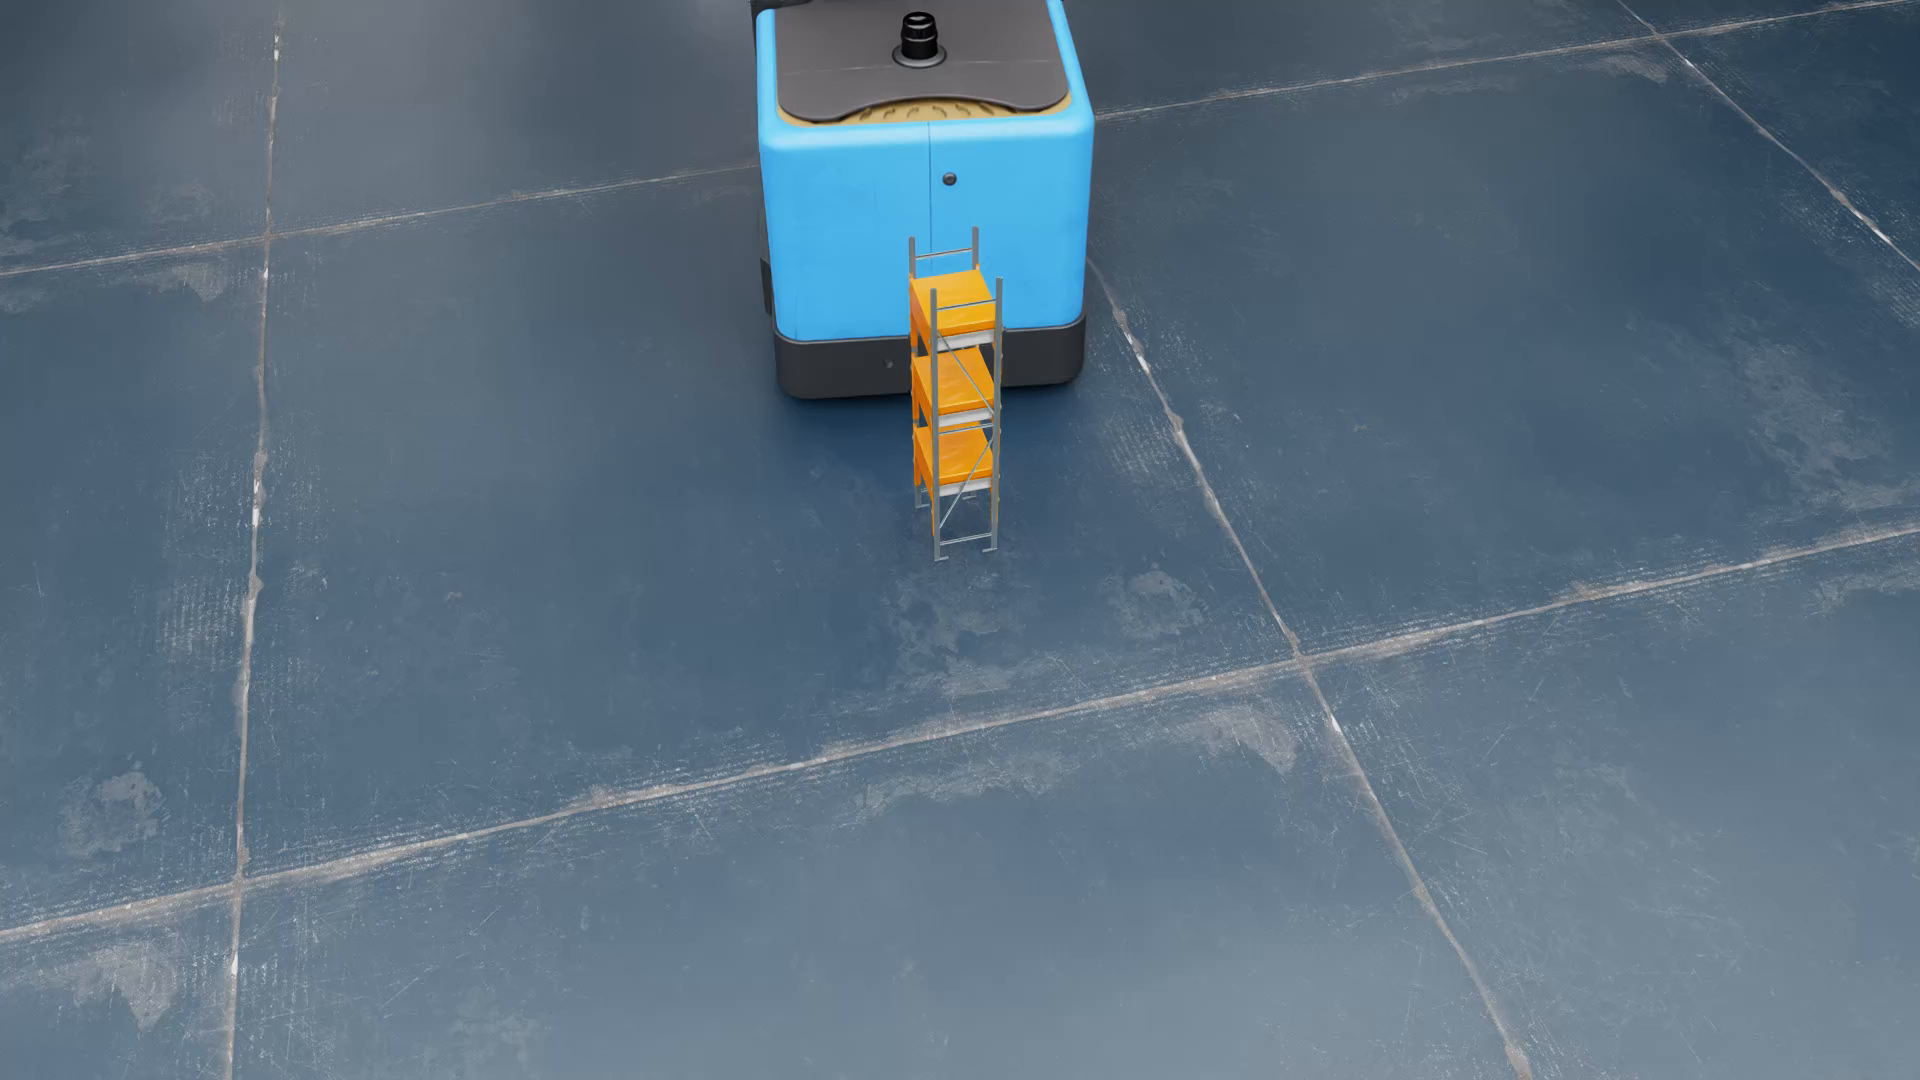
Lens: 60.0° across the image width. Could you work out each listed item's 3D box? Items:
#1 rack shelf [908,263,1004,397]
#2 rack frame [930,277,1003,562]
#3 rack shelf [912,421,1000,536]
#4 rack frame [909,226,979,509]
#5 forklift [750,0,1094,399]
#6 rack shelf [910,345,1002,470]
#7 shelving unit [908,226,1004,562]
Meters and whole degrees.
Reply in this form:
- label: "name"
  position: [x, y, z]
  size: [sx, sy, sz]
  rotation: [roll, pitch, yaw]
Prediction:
- label: "rack shelf"
  position: [-0.014, -0.596, 4.716]
  size: [0.215, 0.259, 0.240]
  rotation: [-11, 47, -10]
- label: "rack frame"
  position: [0.018, -0.320, 4.829]
  size: [0.200, 1.050, 0.008]
  rotation: [-11, 47, -10]
- label: "rack shelf"
  position: [-0.014, -0.202, 5.117]
  size: [0.215, 0.259, 0.240]
  rotation: [-11, 47, -10]
- label: "rack frame"
  position: [-0.045, -0.489, 4.994]
  size: [0.200, 1.050, 0.008]
  rotation: [-11, 47, -10]
- label: "forklift"
  position: [-0.232, -2.556, 5.703]
  size: [1.130, 2.935, 3.031]
  rotation: [-4, 46, -4]
- label: "rack shelf"
  position: [-0.014, -0.397, 4.919]
  size: [0.215, 0.259, 0.240]
  rotation: [-11, 47, -10]
- label: "shelving unit"
  position: [-0.014, -0.404, 4.911]
  size: [0.215, 1.050, 0.252]
  rotation: [-11, 47, -10]
